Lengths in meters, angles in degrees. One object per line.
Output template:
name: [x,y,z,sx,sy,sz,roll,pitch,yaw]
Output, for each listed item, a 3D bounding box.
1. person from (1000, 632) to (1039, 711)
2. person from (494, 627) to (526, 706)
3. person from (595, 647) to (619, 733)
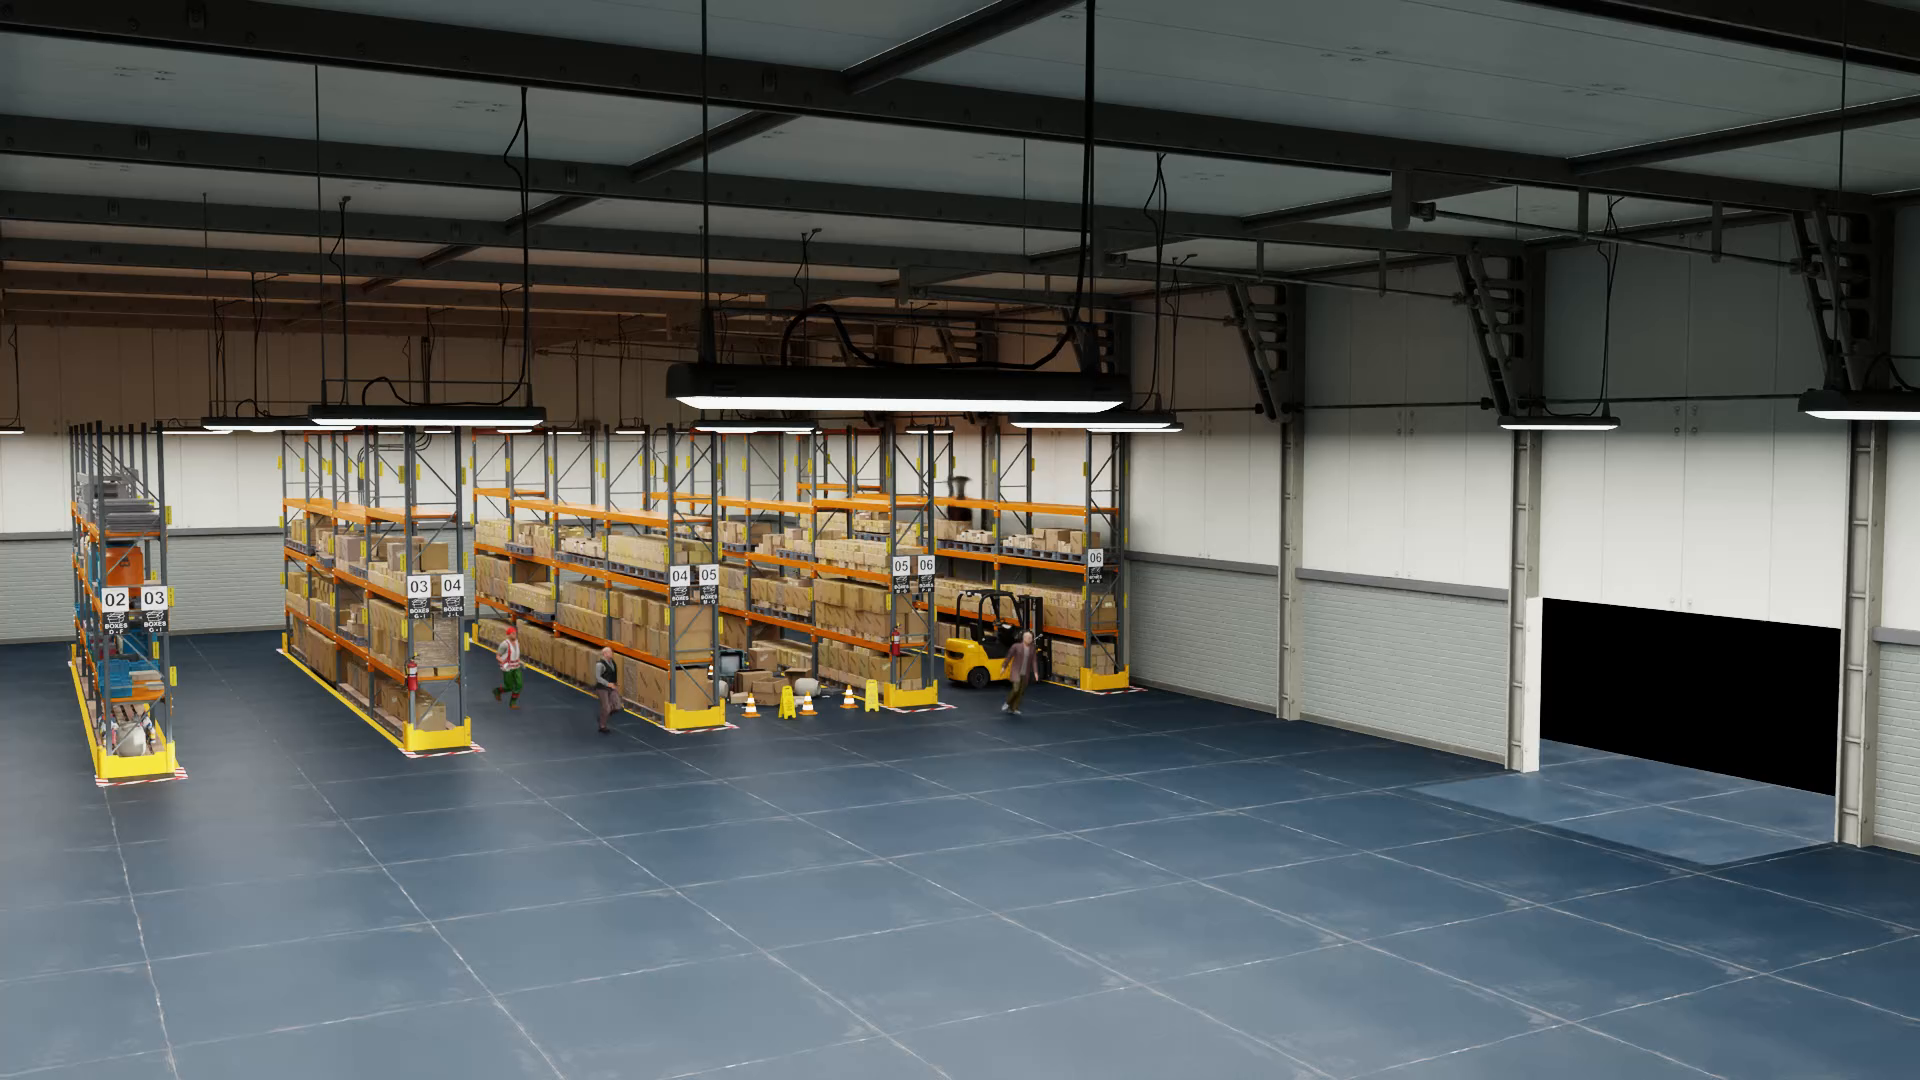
person: [1.240,2.710,34.239,0.687,1.668,0.559,-2,4,-27]
person: [-9.495,2.668,35.007,0.661,1.674,0.583,2,4,35]
person: [-6.806,2.939,32.203,0.608,1.589,0.634,2,4,30]
